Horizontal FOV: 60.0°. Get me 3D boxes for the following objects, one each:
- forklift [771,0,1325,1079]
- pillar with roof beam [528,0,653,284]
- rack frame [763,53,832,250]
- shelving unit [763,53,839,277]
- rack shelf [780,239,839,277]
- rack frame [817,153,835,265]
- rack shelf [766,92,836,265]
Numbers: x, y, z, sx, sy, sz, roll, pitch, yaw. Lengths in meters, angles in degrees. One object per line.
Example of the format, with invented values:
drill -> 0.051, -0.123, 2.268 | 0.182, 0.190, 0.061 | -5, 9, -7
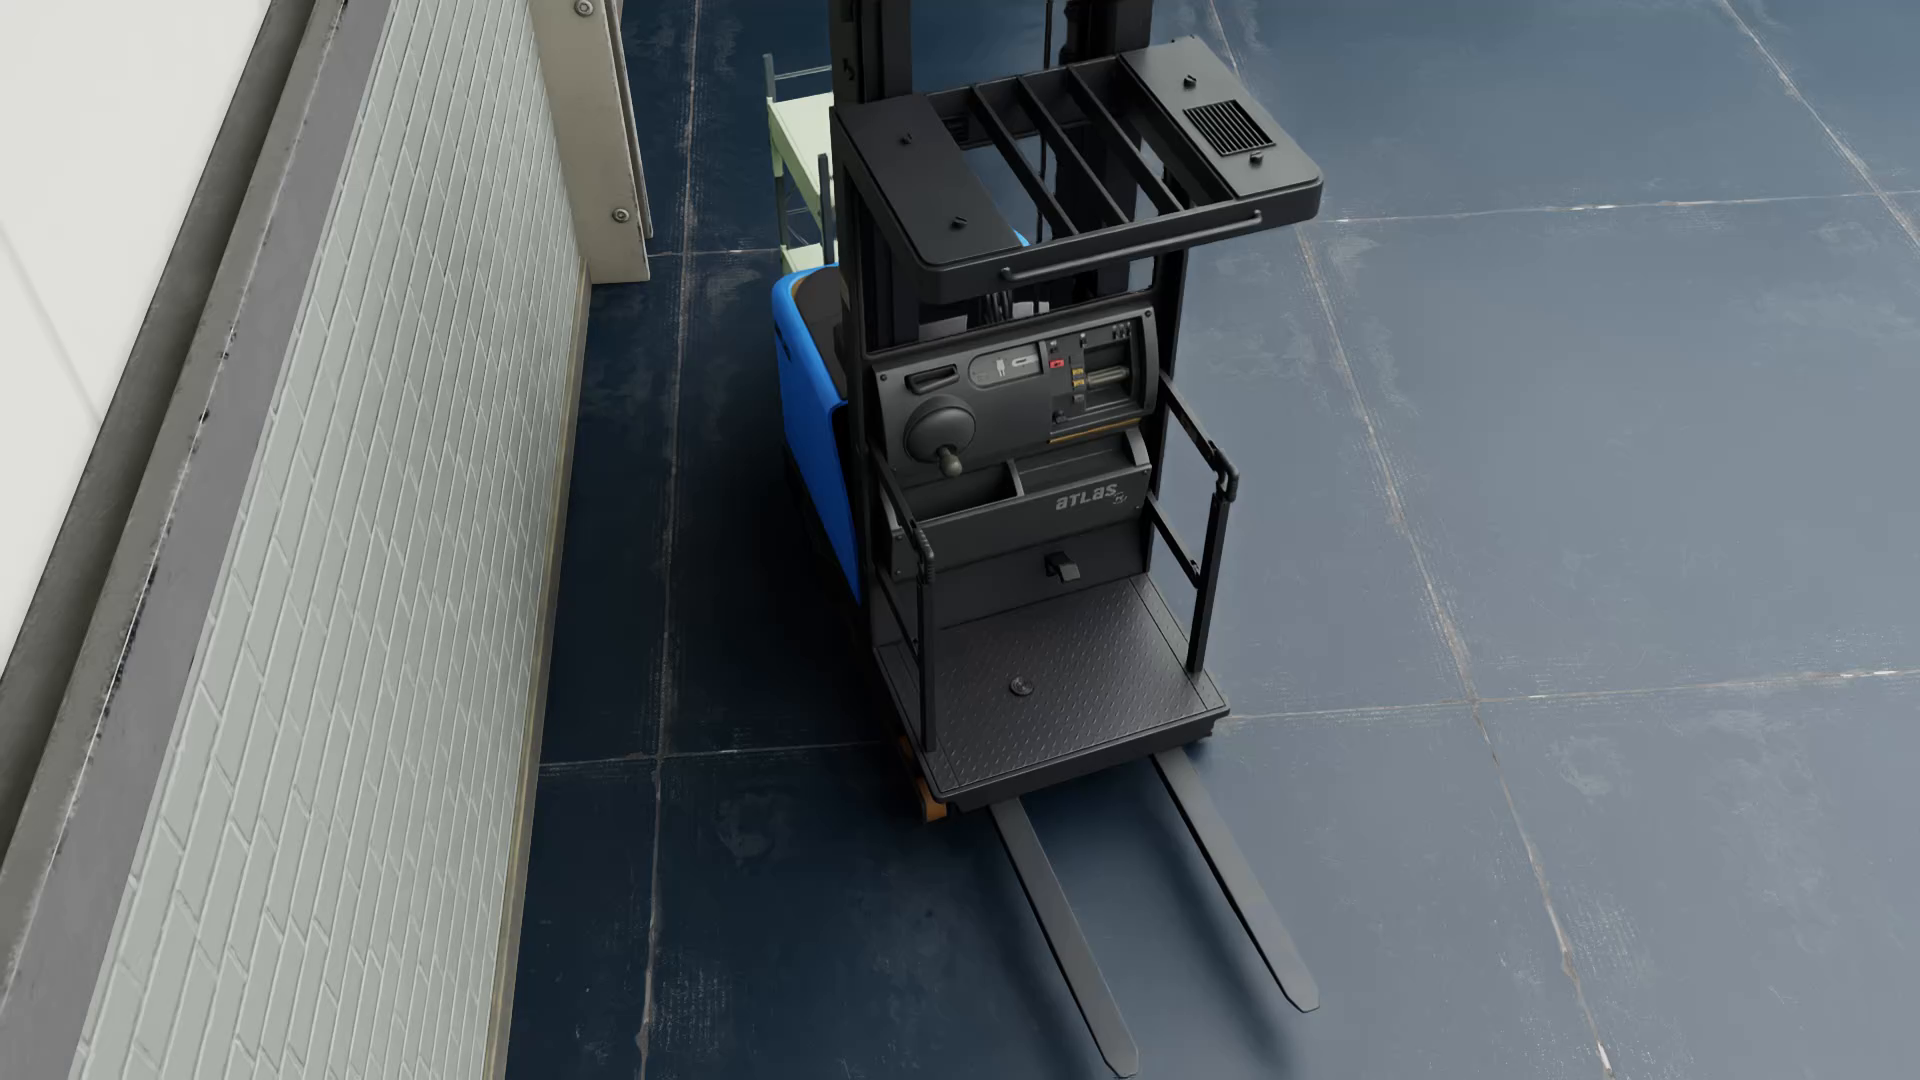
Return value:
forklift -> 0.265, -0.372, 5.084 | 1.130, 2.935, 3.031 | -15, 48, -14
pillar with roof beam -> 2.640, -4.725, 5.027 | 9.100, 9.000, 0.400 | -3, 47, -3
rack frame -> -0.578, -1.417, 7.059 | 0.400, 1.500, 0.023 | -15, 48, -14
shelving unit -> -0.451, -1.168, 6.823 | 0.431, 1.500, 0.755 | -15, 48, -14
rack shelf -> -0.451, -0.944, 7.060 | 0.431, 0.370, 0.720 | -15, 48, -14
rack frame -> -0.324, -0.919, 6.587 | 0.400, 1.500, 0.023 | -15, 48, -14
rack shelf -> -0.451, -1.436, 6.540 | 0.431, 0.370, 0.720 | -15, 48, -14
